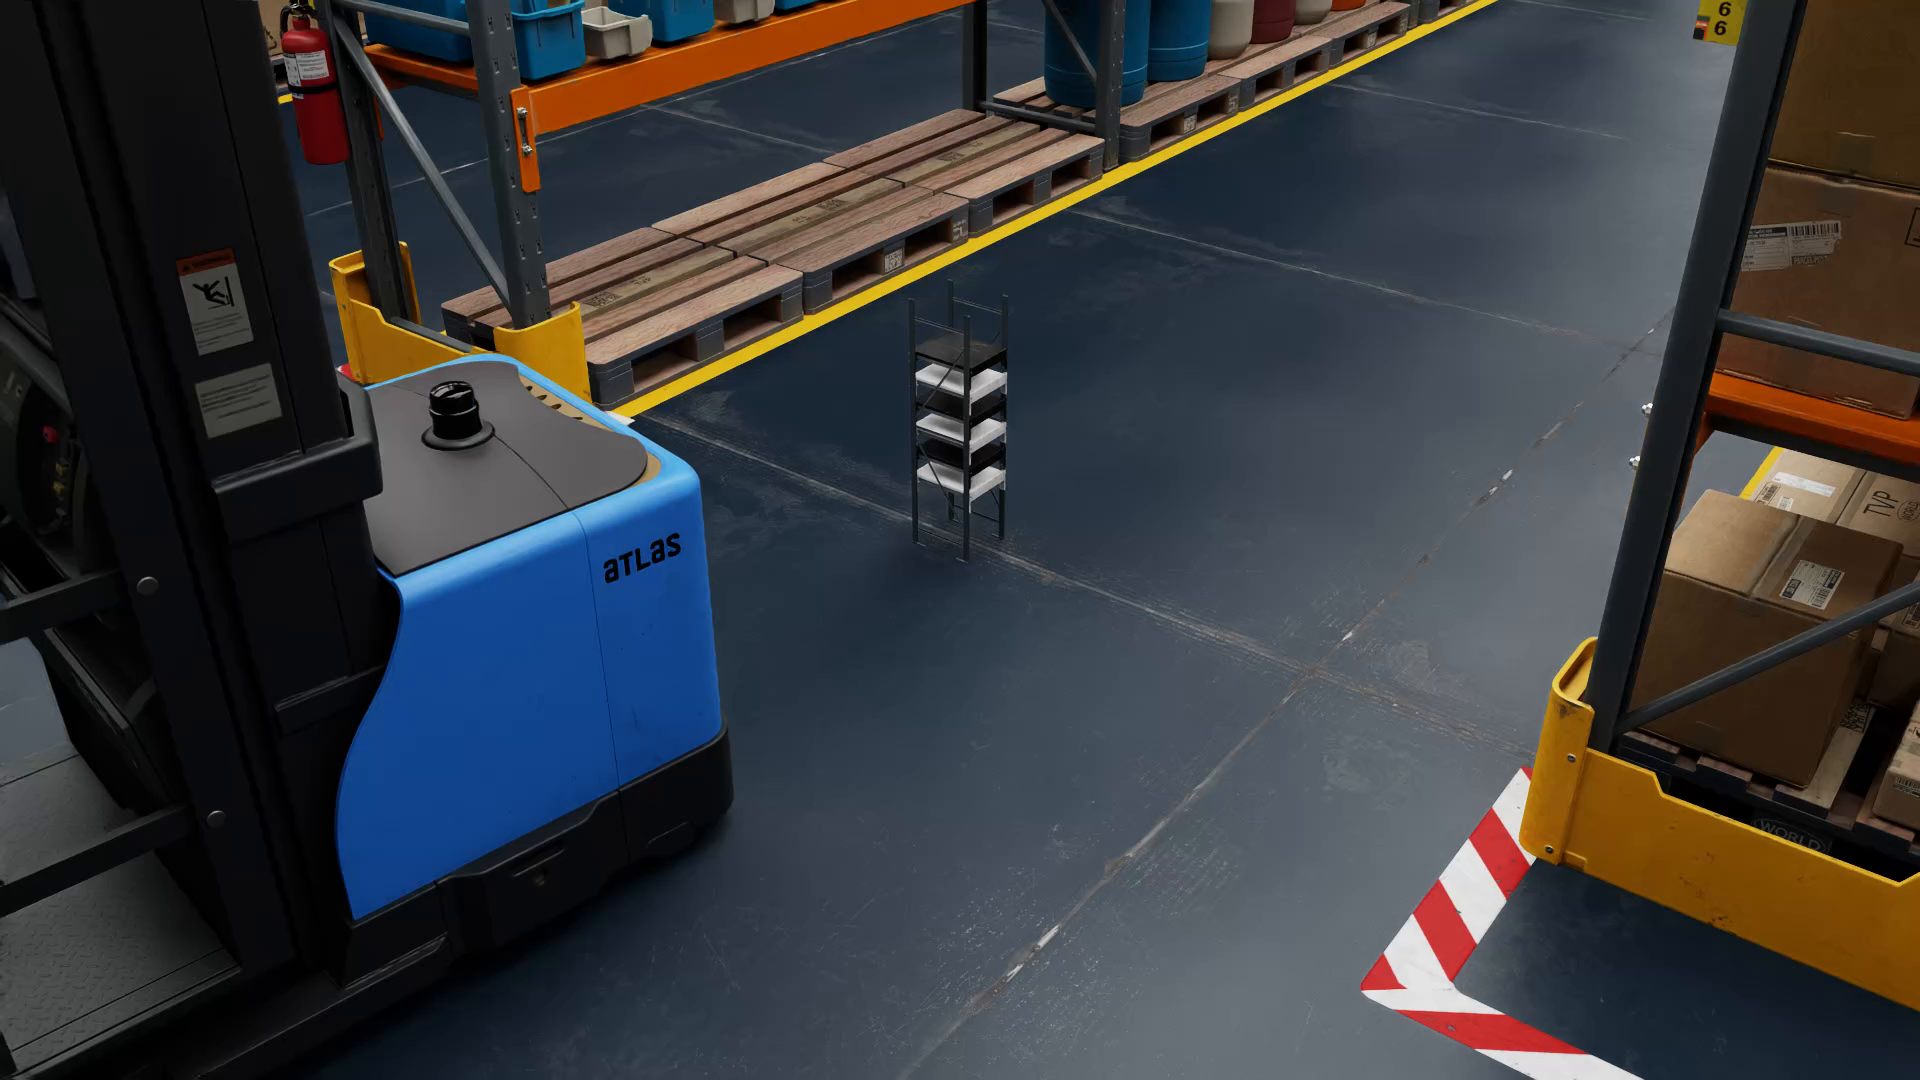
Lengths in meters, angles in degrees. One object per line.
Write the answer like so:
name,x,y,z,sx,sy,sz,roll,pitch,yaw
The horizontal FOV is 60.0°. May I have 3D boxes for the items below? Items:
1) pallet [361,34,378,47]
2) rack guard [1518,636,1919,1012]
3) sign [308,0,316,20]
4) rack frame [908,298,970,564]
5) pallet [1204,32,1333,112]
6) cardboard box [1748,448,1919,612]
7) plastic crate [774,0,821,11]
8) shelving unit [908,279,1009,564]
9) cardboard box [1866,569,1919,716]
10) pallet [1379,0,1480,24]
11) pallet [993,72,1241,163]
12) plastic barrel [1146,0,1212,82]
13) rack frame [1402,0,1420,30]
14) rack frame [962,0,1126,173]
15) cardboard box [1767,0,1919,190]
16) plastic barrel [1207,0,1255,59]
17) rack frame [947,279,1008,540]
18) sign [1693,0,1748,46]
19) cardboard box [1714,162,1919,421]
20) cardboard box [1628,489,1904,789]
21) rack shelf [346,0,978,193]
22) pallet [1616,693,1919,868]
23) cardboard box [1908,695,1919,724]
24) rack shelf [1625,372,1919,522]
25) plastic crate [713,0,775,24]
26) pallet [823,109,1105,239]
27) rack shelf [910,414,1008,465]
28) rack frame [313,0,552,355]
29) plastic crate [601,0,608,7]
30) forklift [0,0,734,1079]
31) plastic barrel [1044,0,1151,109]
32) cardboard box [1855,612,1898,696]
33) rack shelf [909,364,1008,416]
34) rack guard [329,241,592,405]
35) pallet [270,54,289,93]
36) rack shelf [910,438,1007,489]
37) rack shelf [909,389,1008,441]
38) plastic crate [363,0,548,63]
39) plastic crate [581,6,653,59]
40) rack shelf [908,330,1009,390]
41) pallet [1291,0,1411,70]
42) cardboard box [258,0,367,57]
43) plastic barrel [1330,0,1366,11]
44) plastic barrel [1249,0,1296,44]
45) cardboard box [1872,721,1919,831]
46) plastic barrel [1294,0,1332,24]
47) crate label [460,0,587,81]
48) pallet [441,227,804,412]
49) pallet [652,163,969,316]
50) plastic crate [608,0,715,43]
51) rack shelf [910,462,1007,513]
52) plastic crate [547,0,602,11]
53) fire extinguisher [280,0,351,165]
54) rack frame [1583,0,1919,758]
pallet,-4.026,-3.533,11.505,1.003,0.211,1.213,21,37,31
rack guard,2.023,0.703,4.074,1.175,0.500,0.348,21,37,31
sign,-2.418,-2.101,6.192,0.100,0.325,0.005,21,37,31
rack frame,-0.066,-0.343,5.445,0.240,0.900,0.006,21,37,31
pallet,1.680,-3.093,10.762,1.003,0.211,1.213,21,37,31
cardboard box,2.706,-0.022,5.110,0.500,0.250,0.500,21,37,31
plastic crate,-0.764,-2.356,6.888,0.416,0.233,0.300,21,37,31
shelving unit,-0.005,-0.384,5.515,0.258,0.900,0.210,21,37,31
cardboard box,2.833,0.315,4.542,0.500,0.250,0.500,21,37,31
pallet,3.358,-4.223,12.668,1.003,0.211,1.213,21,37,31
pallet,0.944,-2.595,9.921,1.003,0.211,1.213,21,37,31
plastic barrel,1.214,-3.275,9.981,0.600,0.901,0.708,21,37,31
rack frame,2.859,-5.119,11.446,1.000,3.000,0.127,21,37,31
rack frame,0.445,-3.494,8.703,1.000,3.000,0.127,21,37,31
cardboard box,2.026,-1.080,3.552,0.500,0.500,0.500,21,36,31
plastic barrel,1.626,-3.310,10.421,0.421,0.512,0.421,0,31,0
rack frame,0.056,-0.425,5.585,0.240,0.900,0.006,21,37,31
sign,1.546,-1.155,3.311,0.100,0.325,0.005,21,37,31
cardboard box,2.030,-0.651,3.808,0.500,0.500,0.500,22,37,33
cardboard box,2.109,0.248,4.410,0.500,0.500,0.500,21,37,31
rack shelf,-0.763,-2.371,7.514,1.077,0.370,4.000,21,37,31
pallet,2.503,0.503,4.695,1.003,0.211,1.213,21,37,31
cardboard box,2.655,0.522,4.275,0.380,0.166,0.250,21,37,31
rack shelf,3.184,-0.845,4.940,1.077,0.370,4.000,21,37,31
plastic crate,-0.889,-2.160,6.652,0.250,0.136,0.298,21,37,31
pallet,0.032,-1.983,8.889,1.003,0.211,1.213,21,37,31
rack shelf,-0.005,-0.355,5.532,0.258,0.077,0.200,21,37,31
rack frame,-1.970,-1.868,5.959,1.000,3.000,0.127,21,37,31
plastic crate,-1.436,-2.281,6.856,0.396,0.136,0.243,21,37,31
forklift,-2.030,-0.178,3.175,3.031,2.935,1.130,-25,39,-36
plastic barrel,0.787,-2.987,9.495,0.600,0.901,0.708,21,37,31
cardboard box,2.425,0.254,4.727,0.380,0.166,0.250,21,37,31
rack shelf,-0.005,-0.510,5.440,0.258,0.077,0.200,21,37,31
rack guard,-1.974,-0.779,6.573,1.175,0.500,0.348,21,37,31
pallet,-4.762,-3.035,10.664,1.003,0.211,1.213,21,37,31
rack shelf,-0.005,-0.278,5.578,0.258,0.077,0.200,21,37,31
rack shelf,-0.005,-0.433,5.486,0.258,0.077,0.200,21,37,31
plastic crate,-1.917,-2.102,6.262,0.616,0.435,0.499,21,37,31
plastic crate,-1.299,-1.884,6.187,0.250,0.136,0.298,21,37,31
rack shelf,-0.005,-0.587,5.394,0.258,0.077,0.200,21,37,31
pallet,2.416,-3.587,11.595,1.003,0.211,1.213,21,37,31
cardboard box,-4.510,-3.675,10.681,0.875,0.875,0.875,21,37,31
plastic barrel,2.577,-4.162,11.548,0.600,0.830,0.708,21,37,31
plastic barrel,1.896,-3.600,10.835,0.600,0.588,0.708,21,37,31
cardboard box,2.504,0.631,4.108,0.380,0.149,0.250,21,37,31
plastic barrel,2.308,-3.769,11.195,0.421,0.512,0.421,0,31,0
crate label,-1.558,-1.821,5.985,0.416,0.233,0.303,21,37,31
pallet,-1.441,-0.991,7.216,1.003,0.211,1.213,21,37,31
pallet,-0.704,-1.485,8.049,1.003,0.211,1.213,21,37,31
plastic crate,-1.161,-2.088,6.437,0.416,0.233,0.300,21,37,31
rack shelf,-0.005,-0.200,5.624,0.258,0.077,0.200,21,37,31
plastic crate,-1.622,-2.167,6.665,0.396,0.136,0.243,21,37,31
fire extinguisher,-2.423,-1.753,6.207,0.296,0.674,0.183,21,37,31
rack frame,1.977,-0.342,3.384,1.000,3.000,0.127,21,37,31
